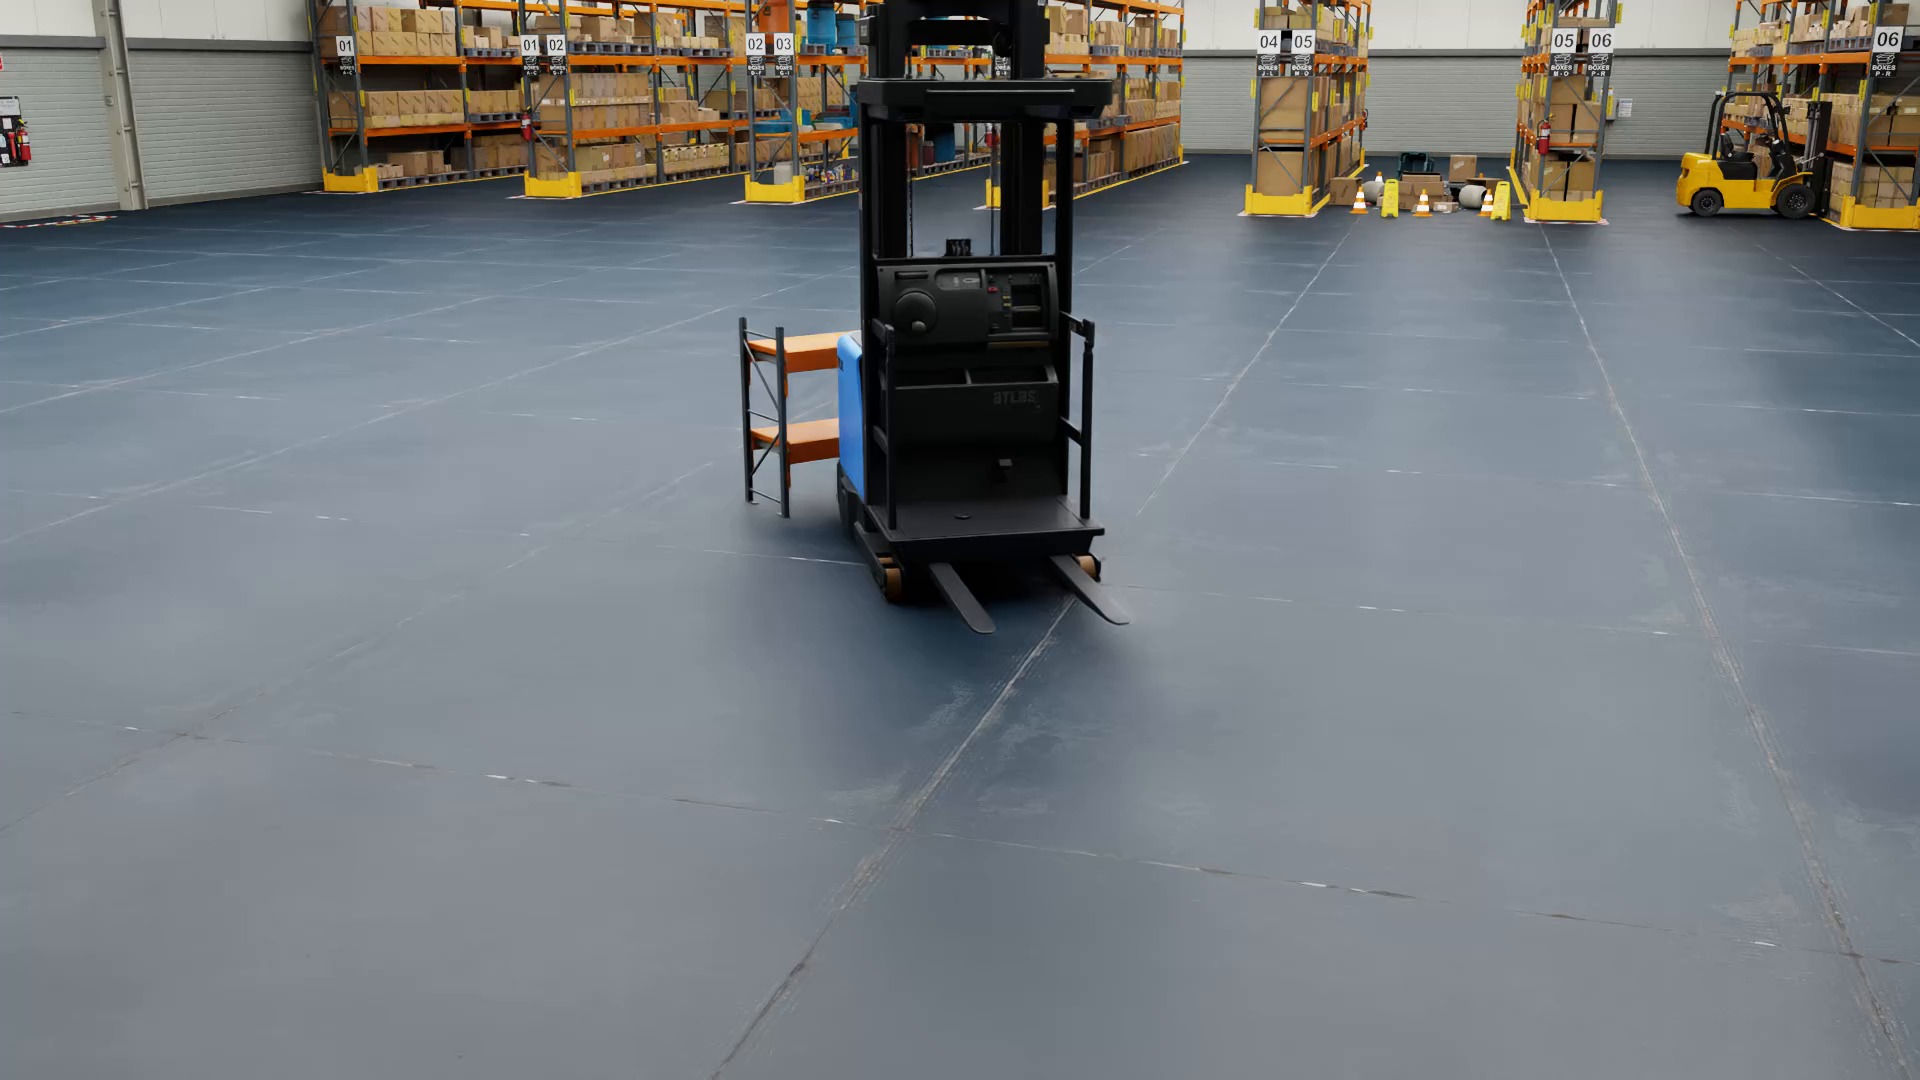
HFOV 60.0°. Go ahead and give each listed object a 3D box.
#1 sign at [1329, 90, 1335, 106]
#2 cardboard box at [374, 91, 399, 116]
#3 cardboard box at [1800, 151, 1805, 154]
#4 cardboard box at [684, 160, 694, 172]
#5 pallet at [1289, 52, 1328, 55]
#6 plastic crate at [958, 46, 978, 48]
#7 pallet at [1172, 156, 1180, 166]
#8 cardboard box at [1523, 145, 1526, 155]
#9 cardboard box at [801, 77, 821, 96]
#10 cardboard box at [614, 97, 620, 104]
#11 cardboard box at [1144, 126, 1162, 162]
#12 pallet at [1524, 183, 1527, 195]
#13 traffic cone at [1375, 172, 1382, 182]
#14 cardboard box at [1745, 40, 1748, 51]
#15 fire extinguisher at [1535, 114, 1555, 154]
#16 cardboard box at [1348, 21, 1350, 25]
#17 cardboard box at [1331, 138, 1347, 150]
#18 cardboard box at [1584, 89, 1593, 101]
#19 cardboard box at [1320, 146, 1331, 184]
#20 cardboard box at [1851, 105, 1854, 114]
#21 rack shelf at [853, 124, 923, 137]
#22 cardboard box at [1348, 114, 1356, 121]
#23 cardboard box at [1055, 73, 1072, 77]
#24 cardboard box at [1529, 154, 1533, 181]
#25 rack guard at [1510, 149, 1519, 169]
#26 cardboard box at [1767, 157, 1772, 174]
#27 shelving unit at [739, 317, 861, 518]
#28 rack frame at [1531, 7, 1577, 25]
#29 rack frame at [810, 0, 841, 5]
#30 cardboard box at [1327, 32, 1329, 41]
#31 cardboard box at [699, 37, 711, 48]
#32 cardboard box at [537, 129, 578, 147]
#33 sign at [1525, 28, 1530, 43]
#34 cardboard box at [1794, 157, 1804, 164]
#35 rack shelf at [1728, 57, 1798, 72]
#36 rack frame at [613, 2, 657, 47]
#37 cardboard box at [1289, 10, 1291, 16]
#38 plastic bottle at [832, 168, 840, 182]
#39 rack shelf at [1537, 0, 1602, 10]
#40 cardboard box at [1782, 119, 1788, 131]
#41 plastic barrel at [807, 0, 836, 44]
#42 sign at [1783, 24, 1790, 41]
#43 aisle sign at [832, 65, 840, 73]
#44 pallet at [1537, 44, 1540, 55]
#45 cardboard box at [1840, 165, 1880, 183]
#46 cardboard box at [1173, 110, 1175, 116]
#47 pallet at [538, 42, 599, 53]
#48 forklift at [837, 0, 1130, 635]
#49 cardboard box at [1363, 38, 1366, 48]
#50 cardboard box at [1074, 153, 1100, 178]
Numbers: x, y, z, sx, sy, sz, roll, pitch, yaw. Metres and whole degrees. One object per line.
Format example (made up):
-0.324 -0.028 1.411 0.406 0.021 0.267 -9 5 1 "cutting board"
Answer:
7.471 -8.865 33.356 0.100 0.325 0.005 5 16 16 "sign"
-12.598 -9.499 36.184 0.500 0.500 0.500 5 16 16 "cardboard box"
18.057 -8.182 35.302 0.380 0.149 0.250 6 17 19 "cardboard box"
-6.642 -8.868 39.368 0.500 0.250 0.500 4 16 14 "cardboard box"
7.152 -10.048 34.111 0.805 0.209 1.217 4 16 14 "pallet"
0.176 -13.423 45.772 0.504 0.338 0.767 5 16 16 "plastic crate"
5.470 -10.447 45.775 1.003 0.211 1.213 5 16 16 "pallet"
14.780 -9.784 42.253 0.875 0.438 0.875 5 17 17 "cardboard box"
-4.169 -12.762 46.810 0.500 0.500 0.500 5 17 18 "cardboard box"
-7.592 -9.504 35.968 0.380 0.149 0.250 5 17 18 "cardboard box"
4.750 -10.304 43.283 0.875 0.875 0.875 5 16 16 "cardboard box"
12.278 -7.278 34.603 1.003 0.211 1.213 5 16 16 "pallet"
8.768 -7.467 34.806 0.336 0.463 0.334 5 16 16 "traffic cone"
18.938 -11.734 39.436 0.500 0.250 0.500 5 17 17 "cardboard box"
10.102 -7.018 28.717 0.296 0.674 0.183 5 16 16 "fire extinguisher"
8.601 -11.579 37.571 0.396 0.266 0.258 5 16 16 "cardboard box"
8.801 -9.283 38.997 0.500 0.250 0.500 5 17 16 "cardboard box"
12.122 -8.589 32.618 0.500 0.500 0.500 5 17 17 "cardboard box"
7.307 -7.994 35.371 1.050 0.750 0.750 5 16 16 "cardboard box"
15.425 -7.334 28.318 0.380 0.149 0.250 5 16 15 "cardboard box"
-1.968 -9.426 38.382 1.077 0.370 4.000 5 16 16 "rack shelf"
9.607 -10.474 41.220 0.380 0.149 0.250 5 17 18 "cardboard box"
1.919 -9.005 33.021 0.500 0.500 0.500 5 16 16 "cardboard box"
11.287 -7.202 32.120 0.500 0.500 0.500 5 17 19 "cardboard box"
15.131 -10.039 43.807 1.175 0.500 0.348 5 16 16 "rack guard"
17.524 -7.885 35.444 0.500 0.500 0.500 5 17 17 "cardboard box"
-0.741 -0.808 10.112 1.048 1.125 0.538 -11 19 -33 "shelving unit"
13.987 -13.075 38.936 1.000 3.000 0.127 5 16 16 "rack frame"
-3.875 -15.659 48.046 1.000 3.000 0.127 5 16 16 "rack frame"
6.853 -9.640 31.829 0.380 0.149 0.250 5 17 17 "cardboard box"
-6.355 -11.991 40.117 0.500 0.250 0.500 5 17 17 "cardboard box"
-10.564 -10.413 43.715 0.750 0.750 0.750 4 16 15 "cardboard box"
13.454 -11.961 39.414 0.100 0.325 0.005 5 16 16 "sign"
17.051 -7.308 33.180 0.875 0.625 0.625 4 16 14 "cardboard box"
19.315 -11.425 39.934 1.077 0.370 4.000 5 16 16 "rack shelf"
-7.285 -12.520 36.978 1.000 3.000 0.127 5 16 16 "rack frame"
6.006 -9.876 31.201 0.380 0.149 0.250 5 17 16 "cardboard box"
-2.640 -7.782 35.454 0.152 0.276 0.135 5 17 17 "plastic bottle"
12.282 -10.967 33.554 1.077 0.370 4.000 5 16 16 "rack shelf"
17.102 -8.458 33.926 0.500 0.250 0.500 4 16 15 "cardboard box"
-2.922 -10.883 35.015 0.600 0.901 0.708 5 16 16 "plastic barrel"
17.091 -10.493 34.381 0.100 0.325 0.005 5 16 16 "sign"
-3.561 -14.018 48.489 0.394 0.787 0.004 5 16 16 "aisle sign"
12.283 -9.873 33.489 1.213 0.211 1.003 5 16 16 "pallet"
15.169 -6.170 28.023 0.500 0.250 0.500 5 17 18 "cardboard box"
5.620 -11.565 45.066 0.380 0.149 0.250 5 17 17 "cardboard box"
-8.196 -10.171 34.355 1.003 0.211 1.213 5 16 16 "pallet"
0.090 -1.219 8.257 1.130 2.935 3.031 -3 16 -12 "forklift"
10.170 -12.796 42.809 0.500 0.250 0.500 5 17 17 "cardboard box"
2.719 -8.302 36.877 0.700 0.500 0.500 3 16 11 "cardboard box"
